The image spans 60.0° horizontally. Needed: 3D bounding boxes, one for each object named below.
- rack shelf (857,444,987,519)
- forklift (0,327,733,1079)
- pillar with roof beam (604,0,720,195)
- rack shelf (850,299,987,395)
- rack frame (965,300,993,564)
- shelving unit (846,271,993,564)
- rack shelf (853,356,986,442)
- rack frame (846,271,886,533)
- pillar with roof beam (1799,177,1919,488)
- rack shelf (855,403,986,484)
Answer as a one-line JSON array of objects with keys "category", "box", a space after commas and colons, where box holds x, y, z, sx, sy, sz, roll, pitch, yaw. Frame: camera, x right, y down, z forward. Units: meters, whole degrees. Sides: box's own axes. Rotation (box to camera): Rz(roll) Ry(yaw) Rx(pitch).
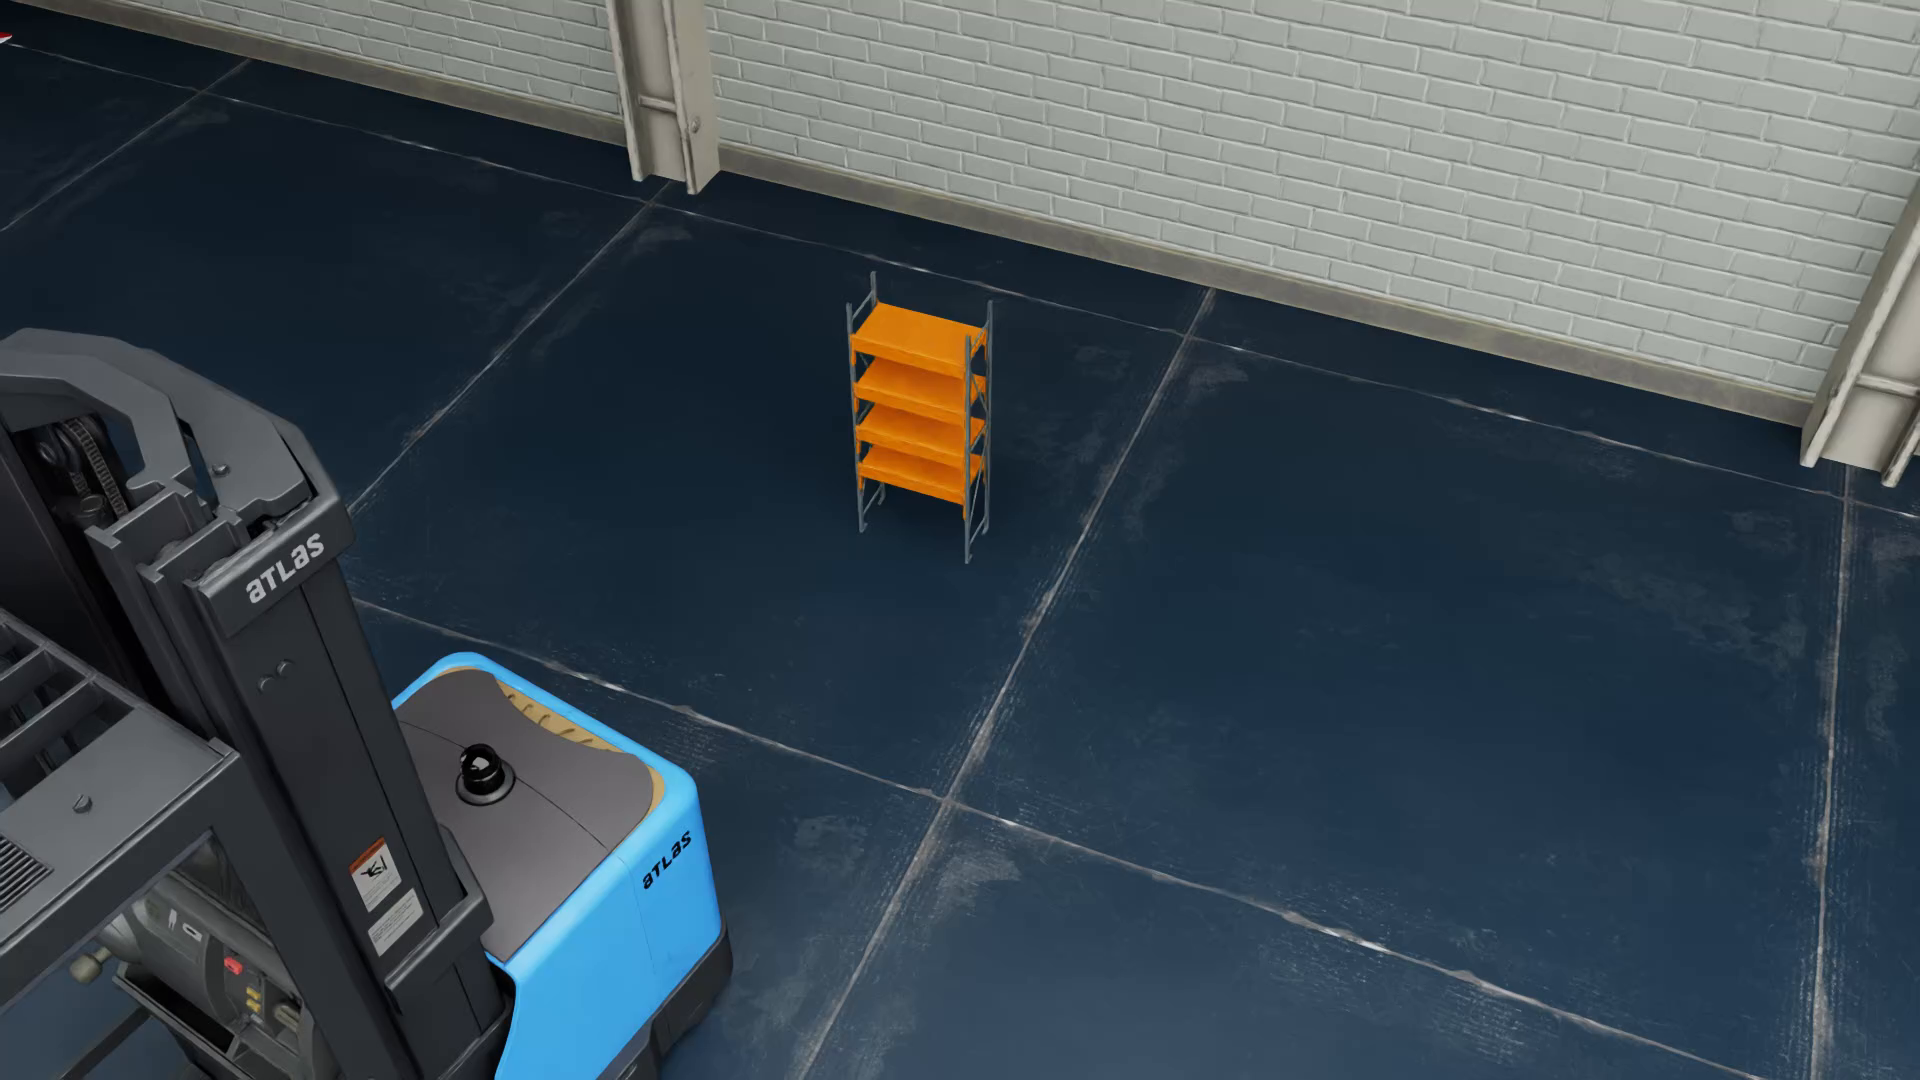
[{"category": "rack shelf", "box": [-0.153, -0.282, 6.898, 0.480, 0.148, 0.258, 16, 47, 16]}, {"category": "forklift", "box": [-1.984, 1.106, 3.900, 1.130, 2.935, 3.031, 25, 50, 23]}, {"category": "pillar with roof beam", "box": [-3.203, -2.399, 3.120, 0.400, 9.000, 9.100, 16, 47, 16]}, {"category": "rack shelf", "box": [-0.153, -0.749, 6.434, 0.480, 0.148, 0.258, 16, 47, 16]}, {"category": "rack frame", "box": [0.072, -0.404, 6.644, 0.015, 1.200, 0.240, 16, 47, 16]}, {"category": "shelving unit", "box": [-0.153, -0.470, 6.711, 0.503, 1.200, 0.258, 16, 47, 16]}, {"category": "rack shelf", "box": [-0.153, -0.581, 6.601, 0.480, 0.148, 0.258, 16, 47, 16]}, {"category": "rack frame", "box": [-0.378, -0.537, 6.778, 0.015, 1.200, 0.240, 16, 47, 16]}, {"category": "pillar with roof beam", "box": [2.334, -0.770, 1.482, 0.400, 9.000, 9.100, 16, 47, 16]}, {"category": "rack shelf", "box": [-0.153, -0.423, 6.758, 0.480, 0.148, 0.258, 16, 47, 16]}]
